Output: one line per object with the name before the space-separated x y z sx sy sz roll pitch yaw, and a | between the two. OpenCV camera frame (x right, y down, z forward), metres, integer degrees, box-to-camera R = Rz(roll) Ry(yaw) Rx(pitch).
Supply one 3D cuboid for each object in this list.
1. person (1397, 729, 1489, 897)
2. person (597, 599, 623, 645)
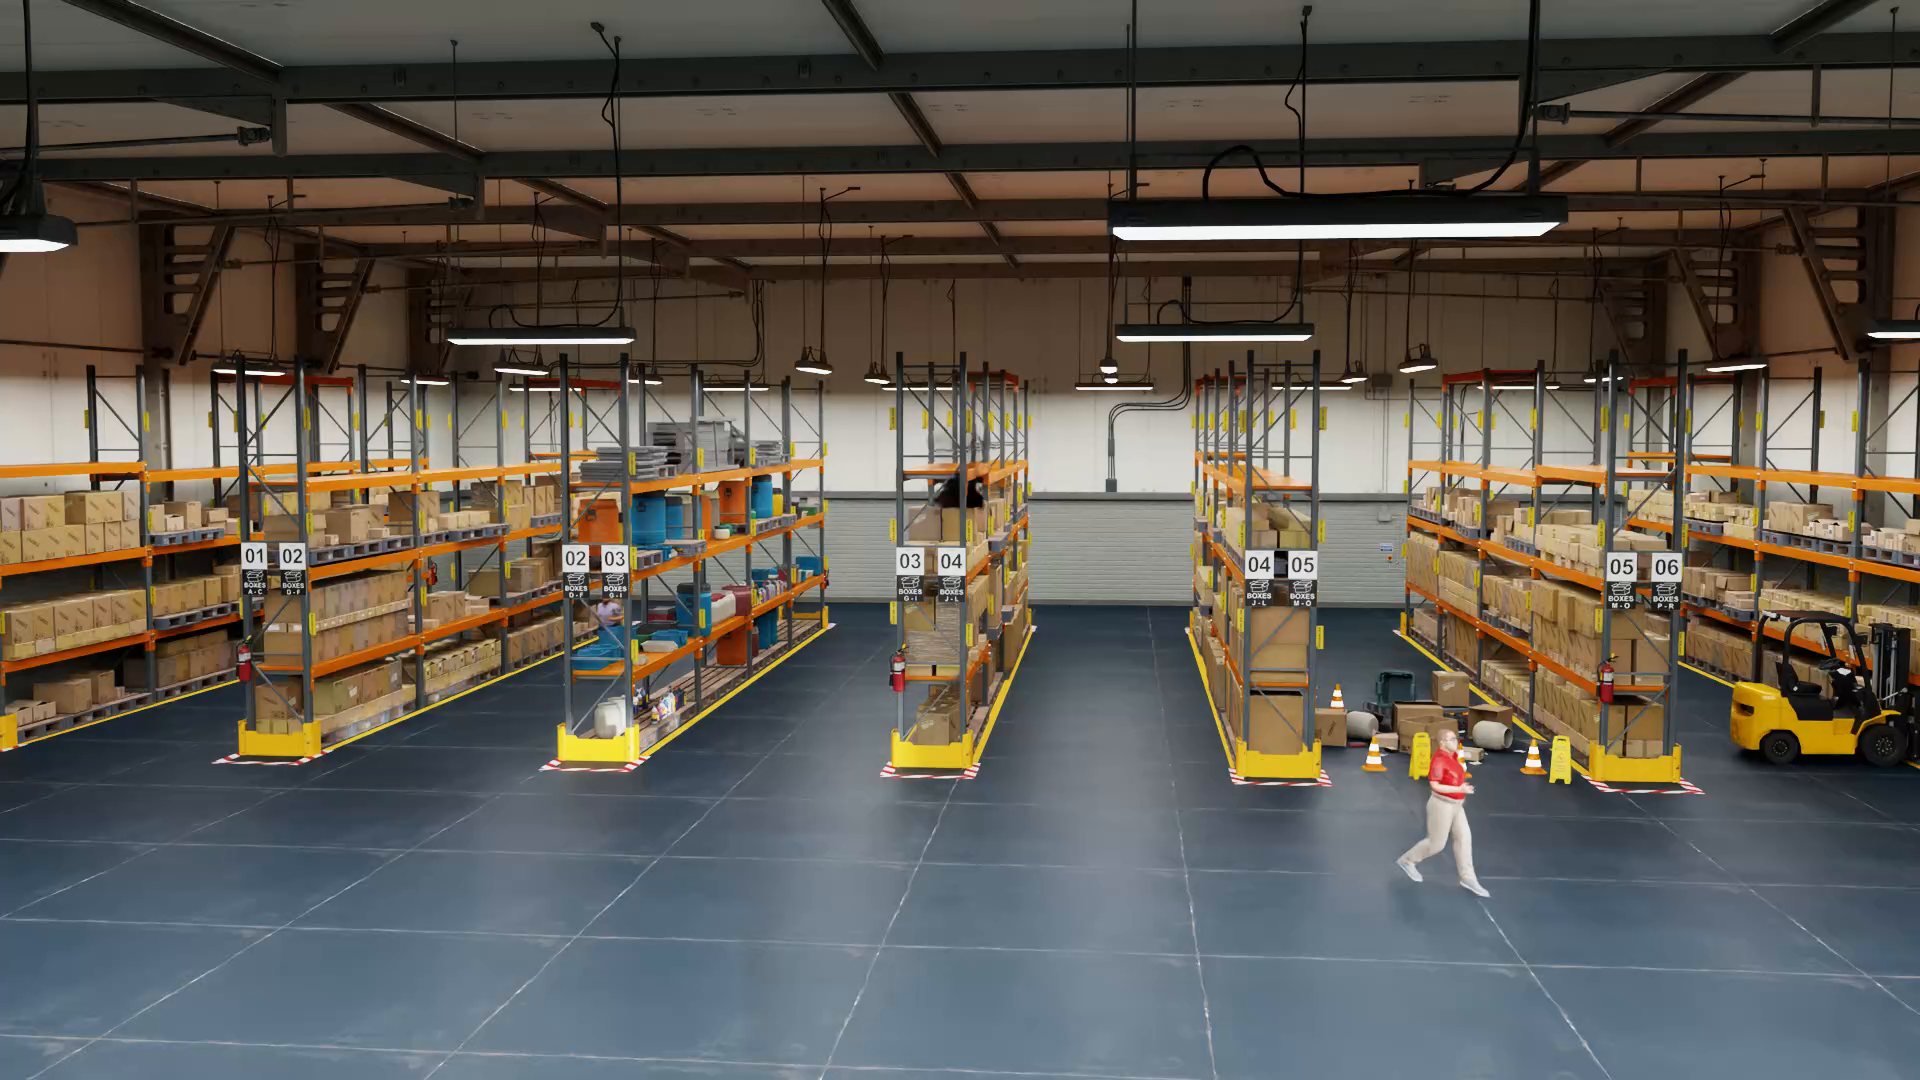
person | 5.151 2.878 17.698 0.969 1.753 0.660 3 5 38
person | -6.950 1.845 32.939 0.587 1.683 0.849 0 4 2
